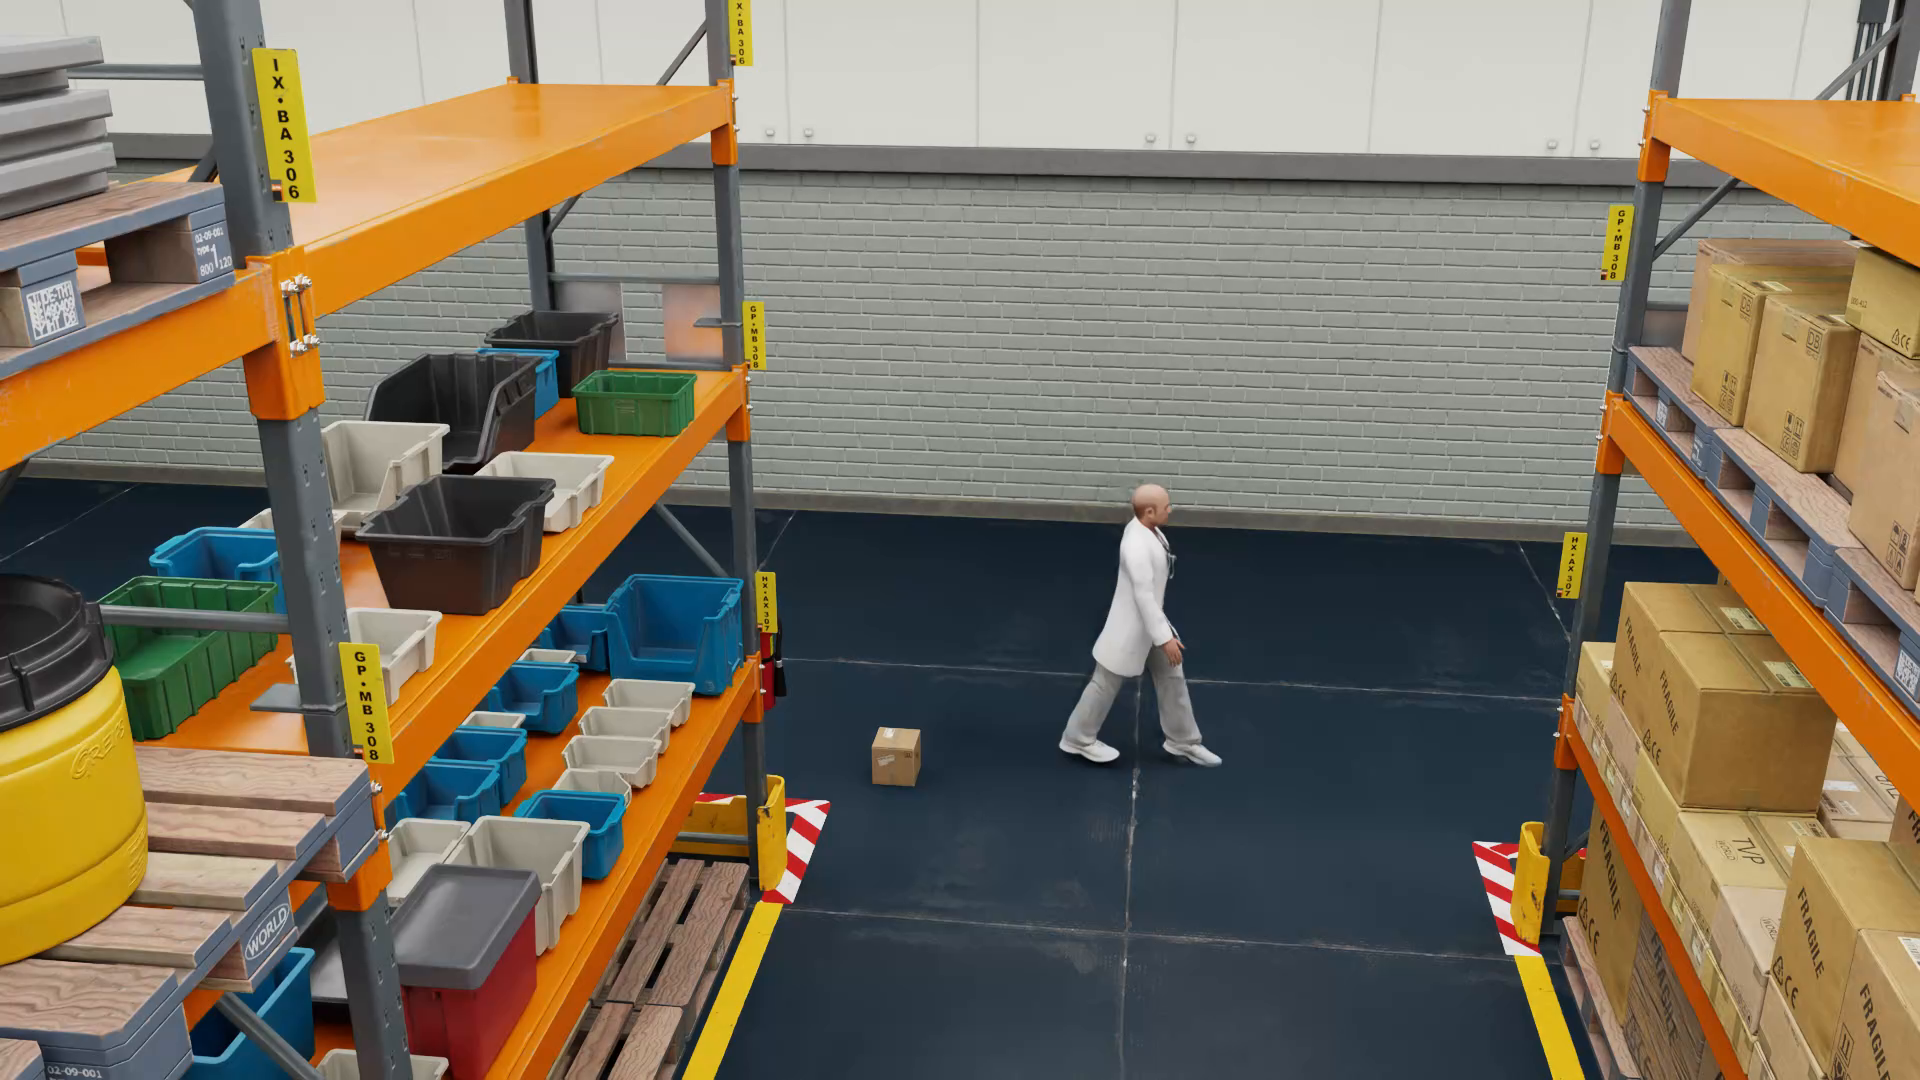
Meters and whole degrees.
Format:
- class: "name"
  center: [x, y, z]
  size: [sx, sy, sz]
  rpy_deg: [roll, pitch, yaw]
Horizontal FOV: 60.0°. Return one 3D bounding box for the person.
- class: "person"
  center: [1.091, 0.522, 9.759]
  size: [0.977, 1.791, 0.604]
  rpy_deg: [5, 22, 14]
